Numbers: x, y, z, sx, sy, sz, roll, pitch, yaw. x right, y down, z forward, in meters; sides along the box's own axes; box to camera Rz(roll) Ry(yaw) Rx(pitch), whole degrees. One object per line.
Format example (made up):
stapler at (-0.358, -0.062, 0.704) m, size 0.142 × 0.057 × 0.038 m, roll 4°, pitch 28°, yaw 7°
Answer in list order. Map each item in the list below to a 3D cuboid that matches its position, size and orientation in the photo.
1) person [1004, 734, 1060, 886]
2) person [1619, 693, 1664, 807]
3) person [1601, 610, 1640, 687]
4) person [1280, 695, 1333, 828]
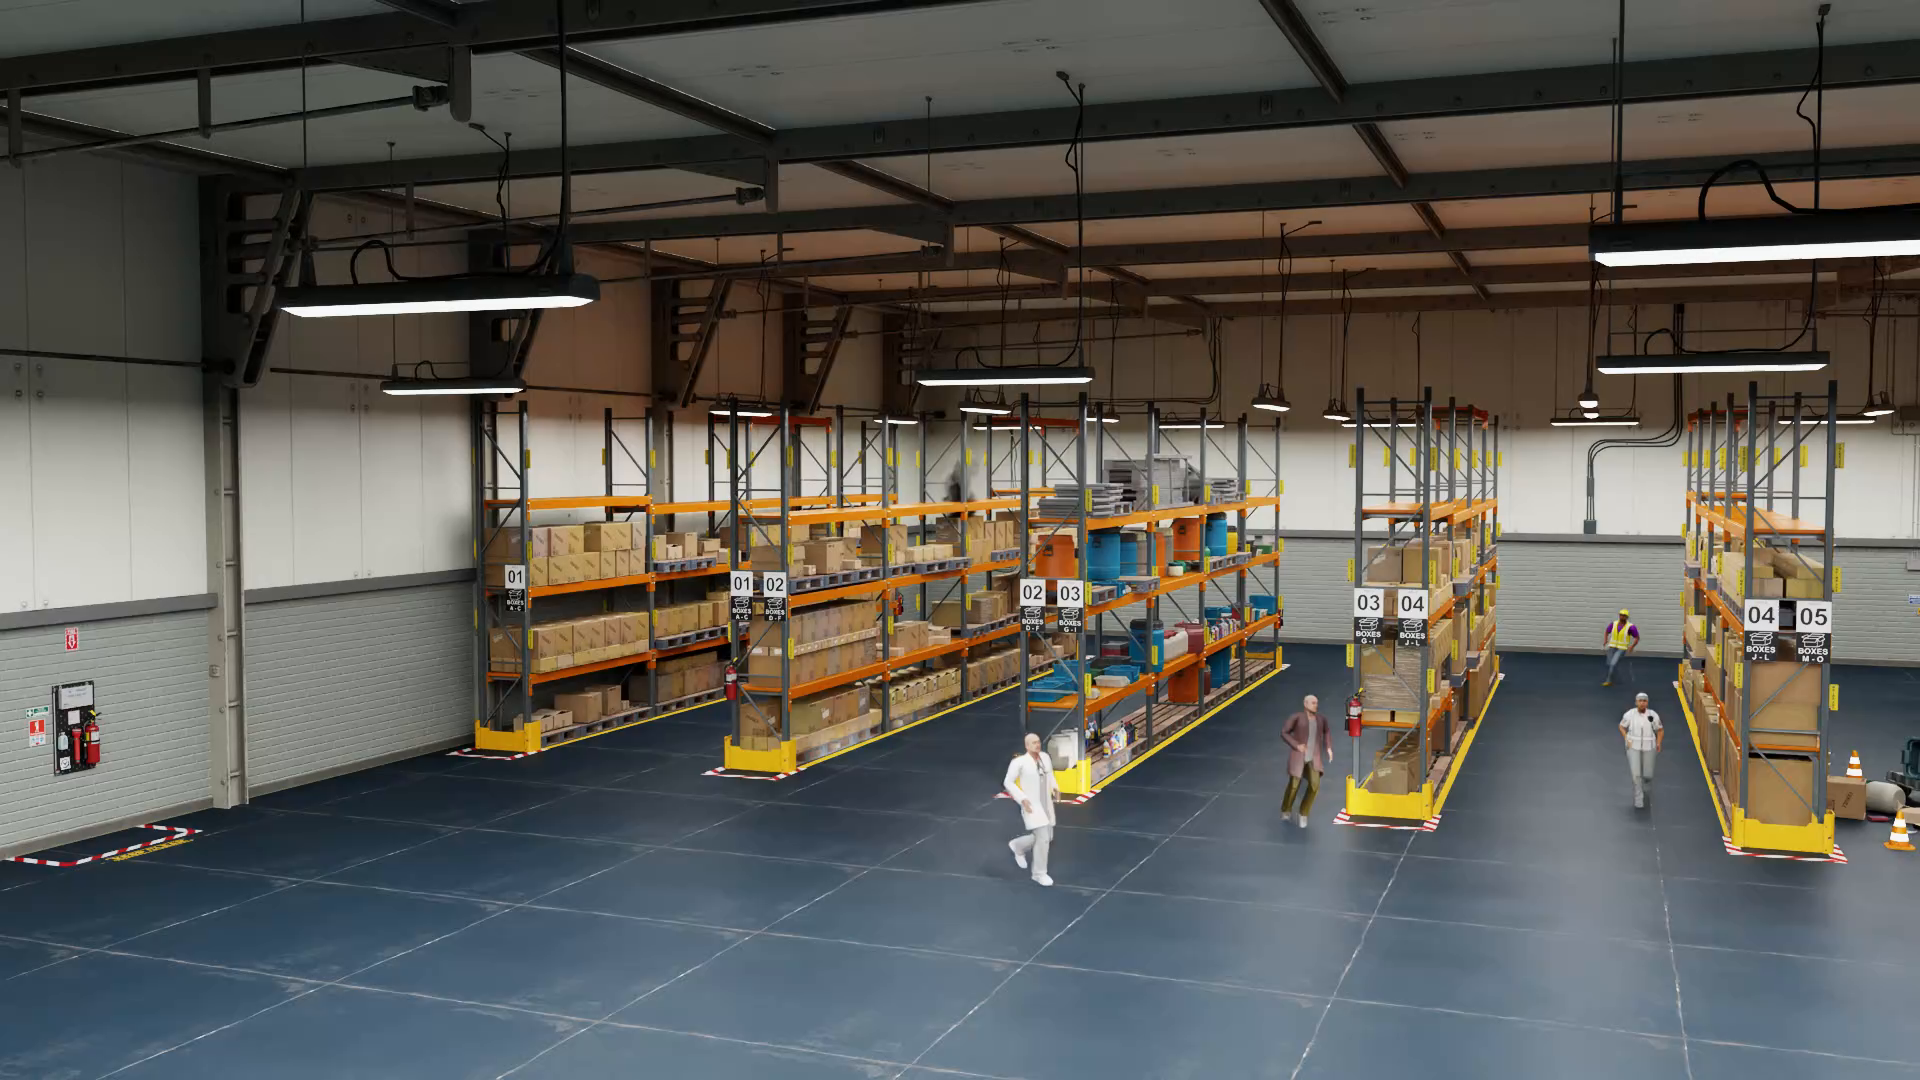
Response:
person at (0.860, 3.173, 19.778) m, size 0.706 × 1.763 × 0.760 m, roll -2°, pitch 4°, yaw -39°
person at (9.884, 3.028, 24.134) m, size 0.608 × 1.632 × 0.550 m, roll 1°, pitch 3°, yaw 20°
person at (14.506, 2.374, 36.542) m, size 0.752 × 1.703 × 0.725 m, roll 2°, pitch 4°, yaw 41°
person at (4.759, 3.024, 22.798) m, size 0.779 × 1.805 × 0.688 m, roll 0°, pitch 3°, yaw -8°
